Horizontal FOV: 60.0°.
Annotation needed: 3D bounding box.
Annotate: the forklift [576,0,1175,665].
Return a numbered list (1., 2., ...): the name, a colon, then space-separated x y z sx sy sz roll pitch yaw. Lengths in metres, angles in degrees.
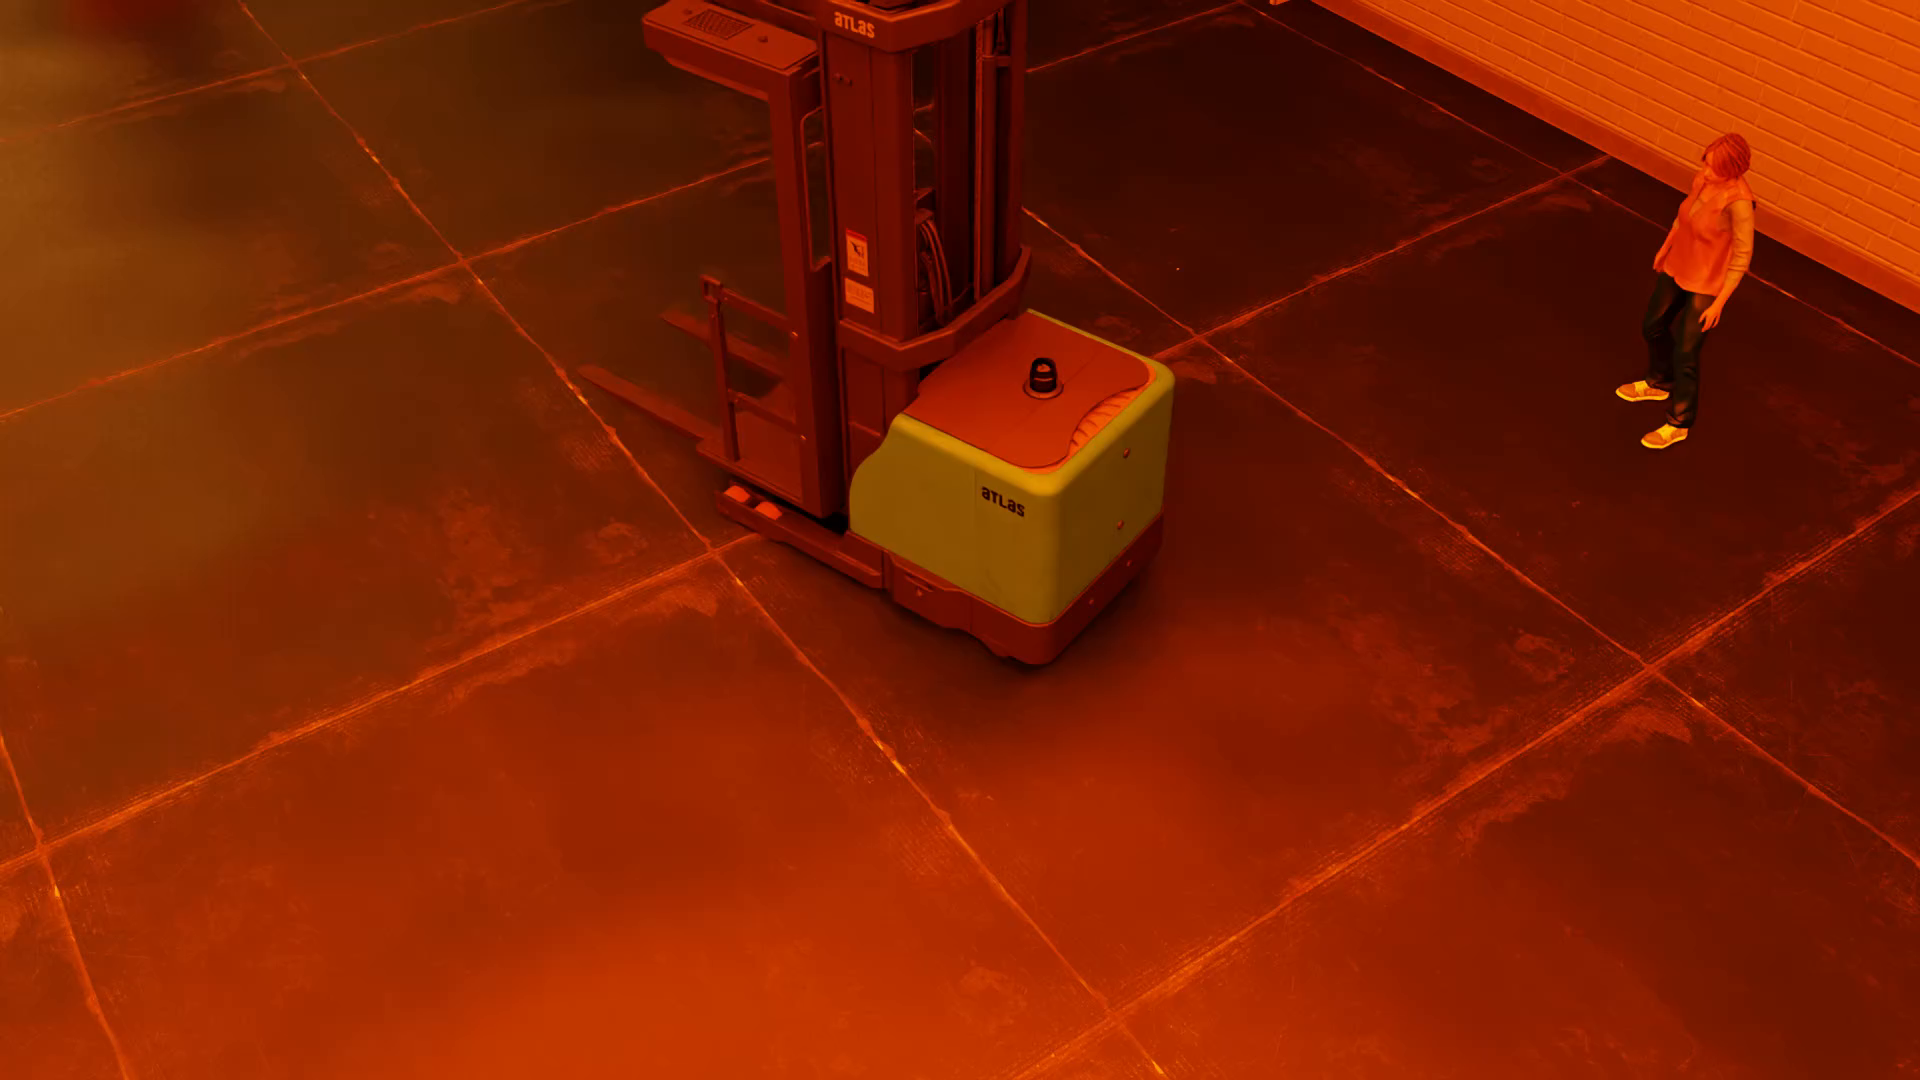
1. forklift: -0.551 -1.352 7.183 3.031 2.935 1.130 27 49 26

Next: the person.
1. person: 3.550 -1.250 8.073 0.367 1.577 0.621 -9 43 -10
